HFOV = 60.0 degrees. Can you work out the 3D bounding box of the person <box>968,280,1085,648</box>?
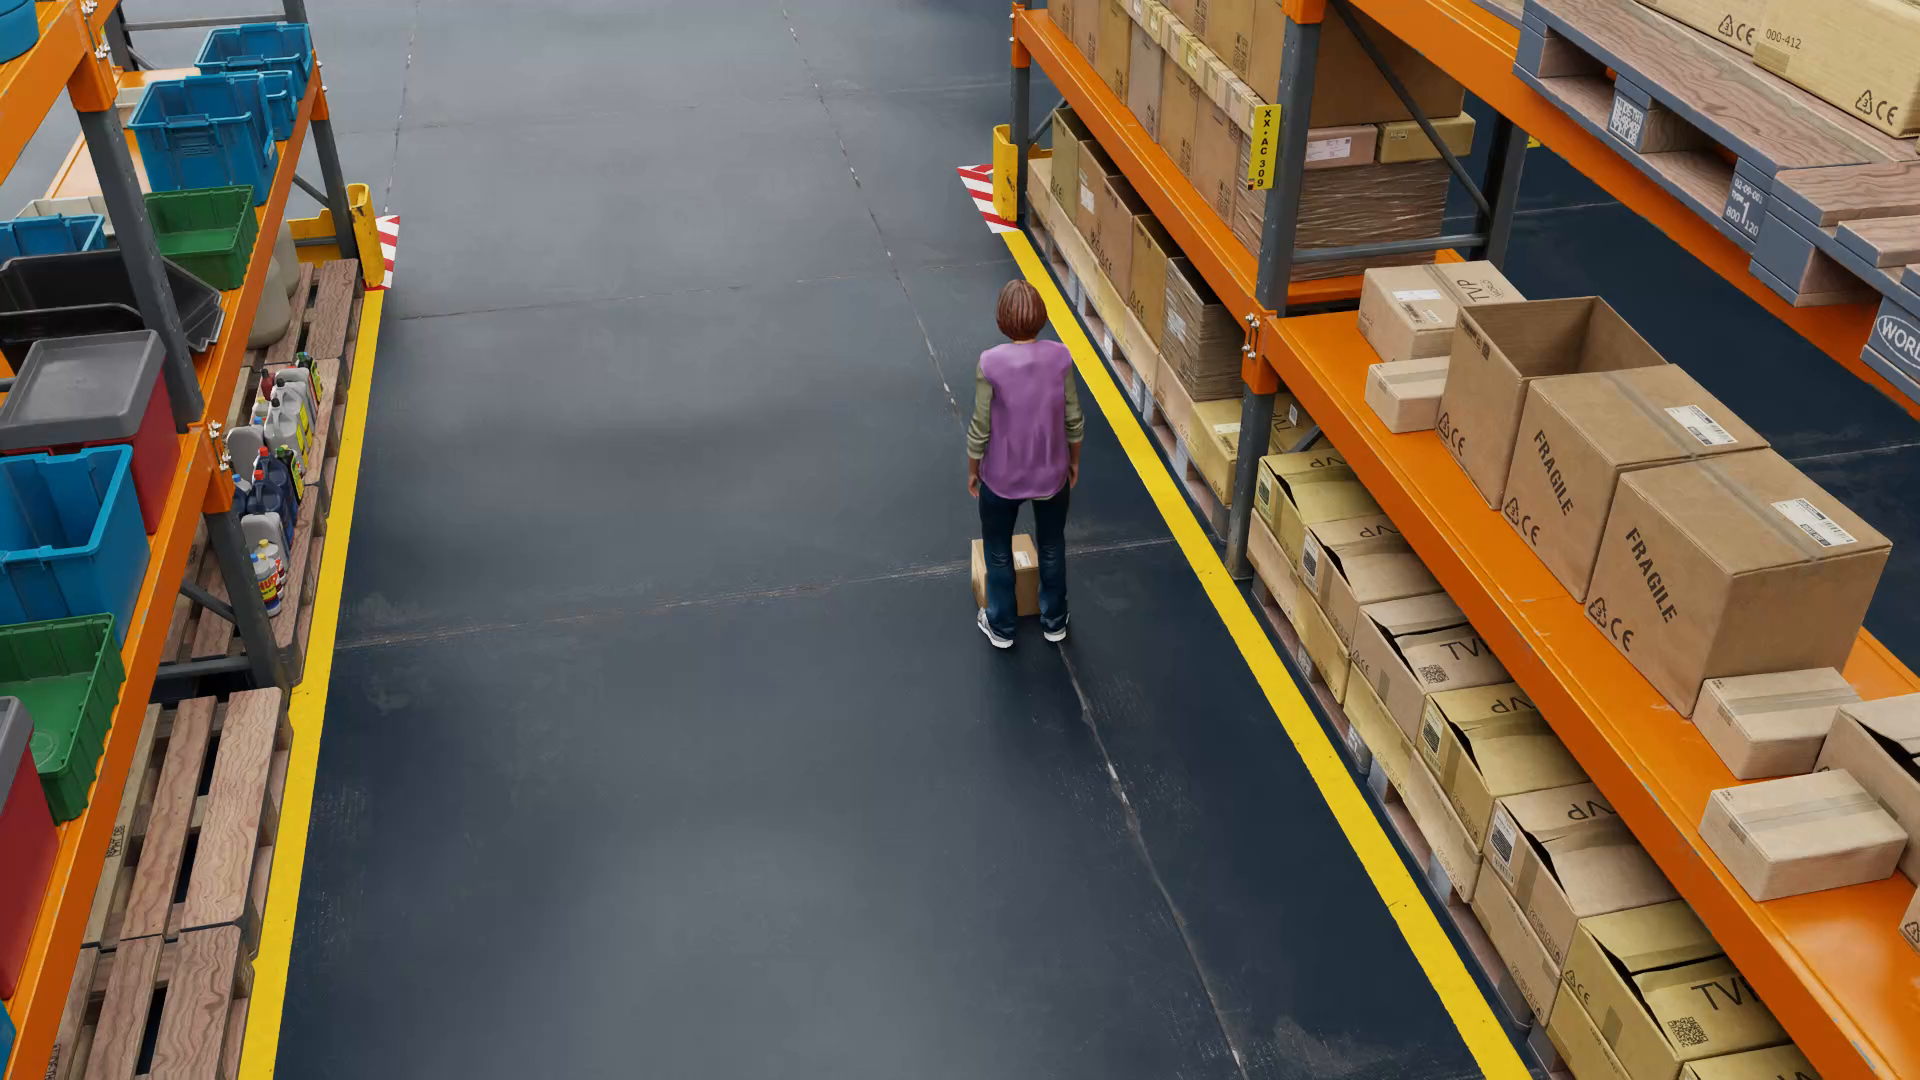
[{"bbox_3d":[0.251,-0.258,6.526,0.459,1.591,0.346,-6,35,-8],"label":"person"}]
